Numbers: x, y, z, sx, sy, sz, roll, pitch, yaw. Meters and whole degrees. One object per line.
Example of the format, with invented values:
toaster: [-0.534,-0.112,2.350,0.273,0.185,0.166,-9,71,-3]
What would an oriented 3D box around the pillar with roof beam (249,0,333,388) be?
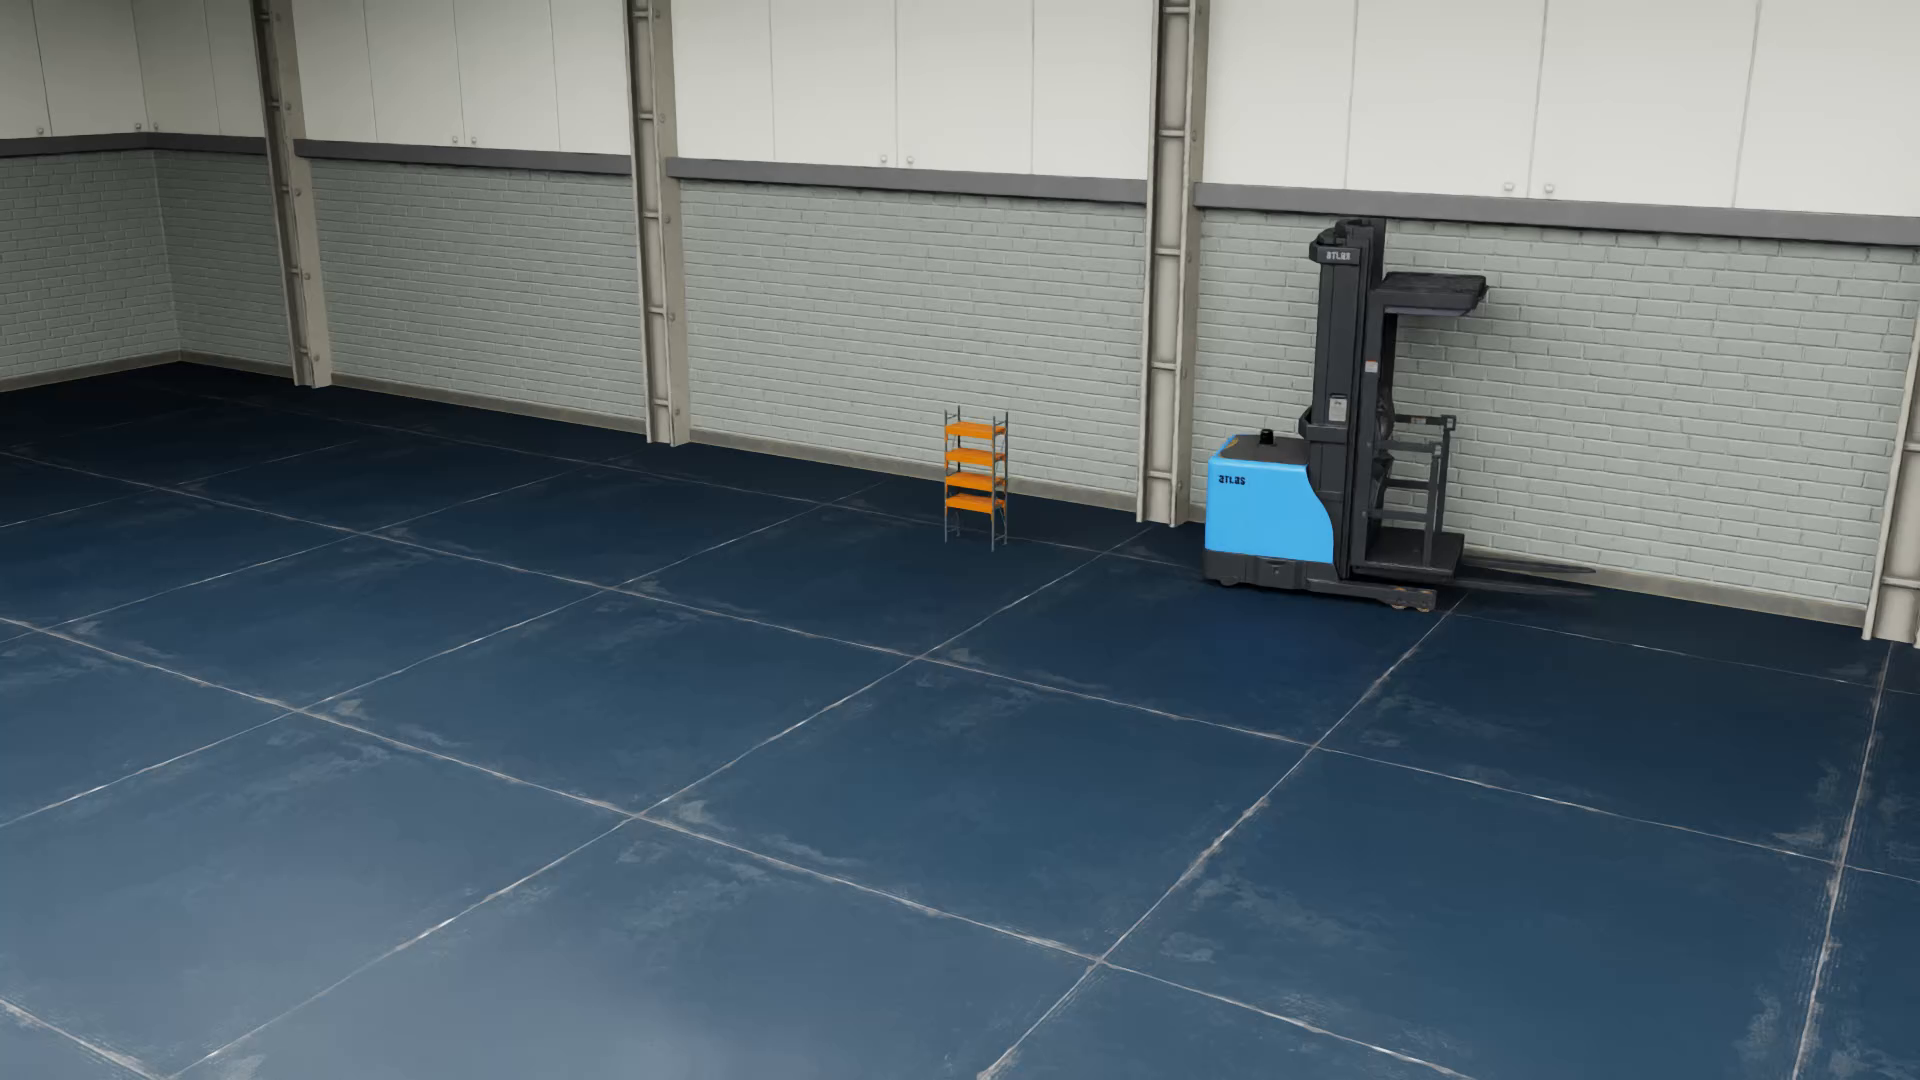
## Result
pillar with roof beam: [-10.595,-5.245,16.666,0.400,9.000,9.100,10,20,30]

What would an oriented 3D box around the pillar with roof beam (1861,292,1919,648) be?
pillar with roof beam: [4.744,-2.507,7.652,0.400,9.000,9.100,10,20,30]

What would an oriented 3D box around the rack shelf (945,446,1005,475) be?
rack shelf: [0.141,-0.699,14.578,0.480,0.148,0.258,10,20,30]

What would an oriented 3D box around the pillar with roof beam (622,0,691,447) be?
pillar with roof beam: [-5.482,-4.332,13.661,0.400,9.000,9.100,10,20,30]

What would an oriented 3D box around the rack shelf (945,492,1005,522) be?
rack shelf: [0.141,-0.295,14.701,0.480,0.148,0.258,10,20,30]

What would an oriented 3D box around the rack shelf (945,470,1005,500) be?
rack shelf: [0.141,-0.485,14.643,0.480,0.148,0.258,10,20,30]

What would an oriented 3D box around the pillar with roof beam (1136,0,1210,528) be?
pillar with roof beam: [-0.369,-3.420,10.657,0.400,9.000,9.100,10,20,30]

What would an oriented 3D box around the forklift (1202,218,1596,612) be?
forklift: [3.560,-1.012,13.170,3.031,2.935,1.130,6,18,20]

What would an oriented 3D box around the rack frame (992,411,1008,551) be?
rack frame: [0.349,-0.512,14.502,0.015,1.200,0.240,10,20,30]

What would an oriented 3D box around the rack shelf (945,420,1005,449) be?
rack shelf: [0.141,-0.925,14.510,0.480,0.148,0.258,10,20,30]

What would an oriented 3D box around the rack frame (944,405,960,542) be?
rack frame: [-0.067,-0.586,14.746,0.015,1.200,0.240,10,20,30]

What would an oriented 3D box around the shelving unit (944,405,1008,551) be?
shelving unit: [0.141,-0.549,14.624,0.503,1.200,0.258,10,20,30]
